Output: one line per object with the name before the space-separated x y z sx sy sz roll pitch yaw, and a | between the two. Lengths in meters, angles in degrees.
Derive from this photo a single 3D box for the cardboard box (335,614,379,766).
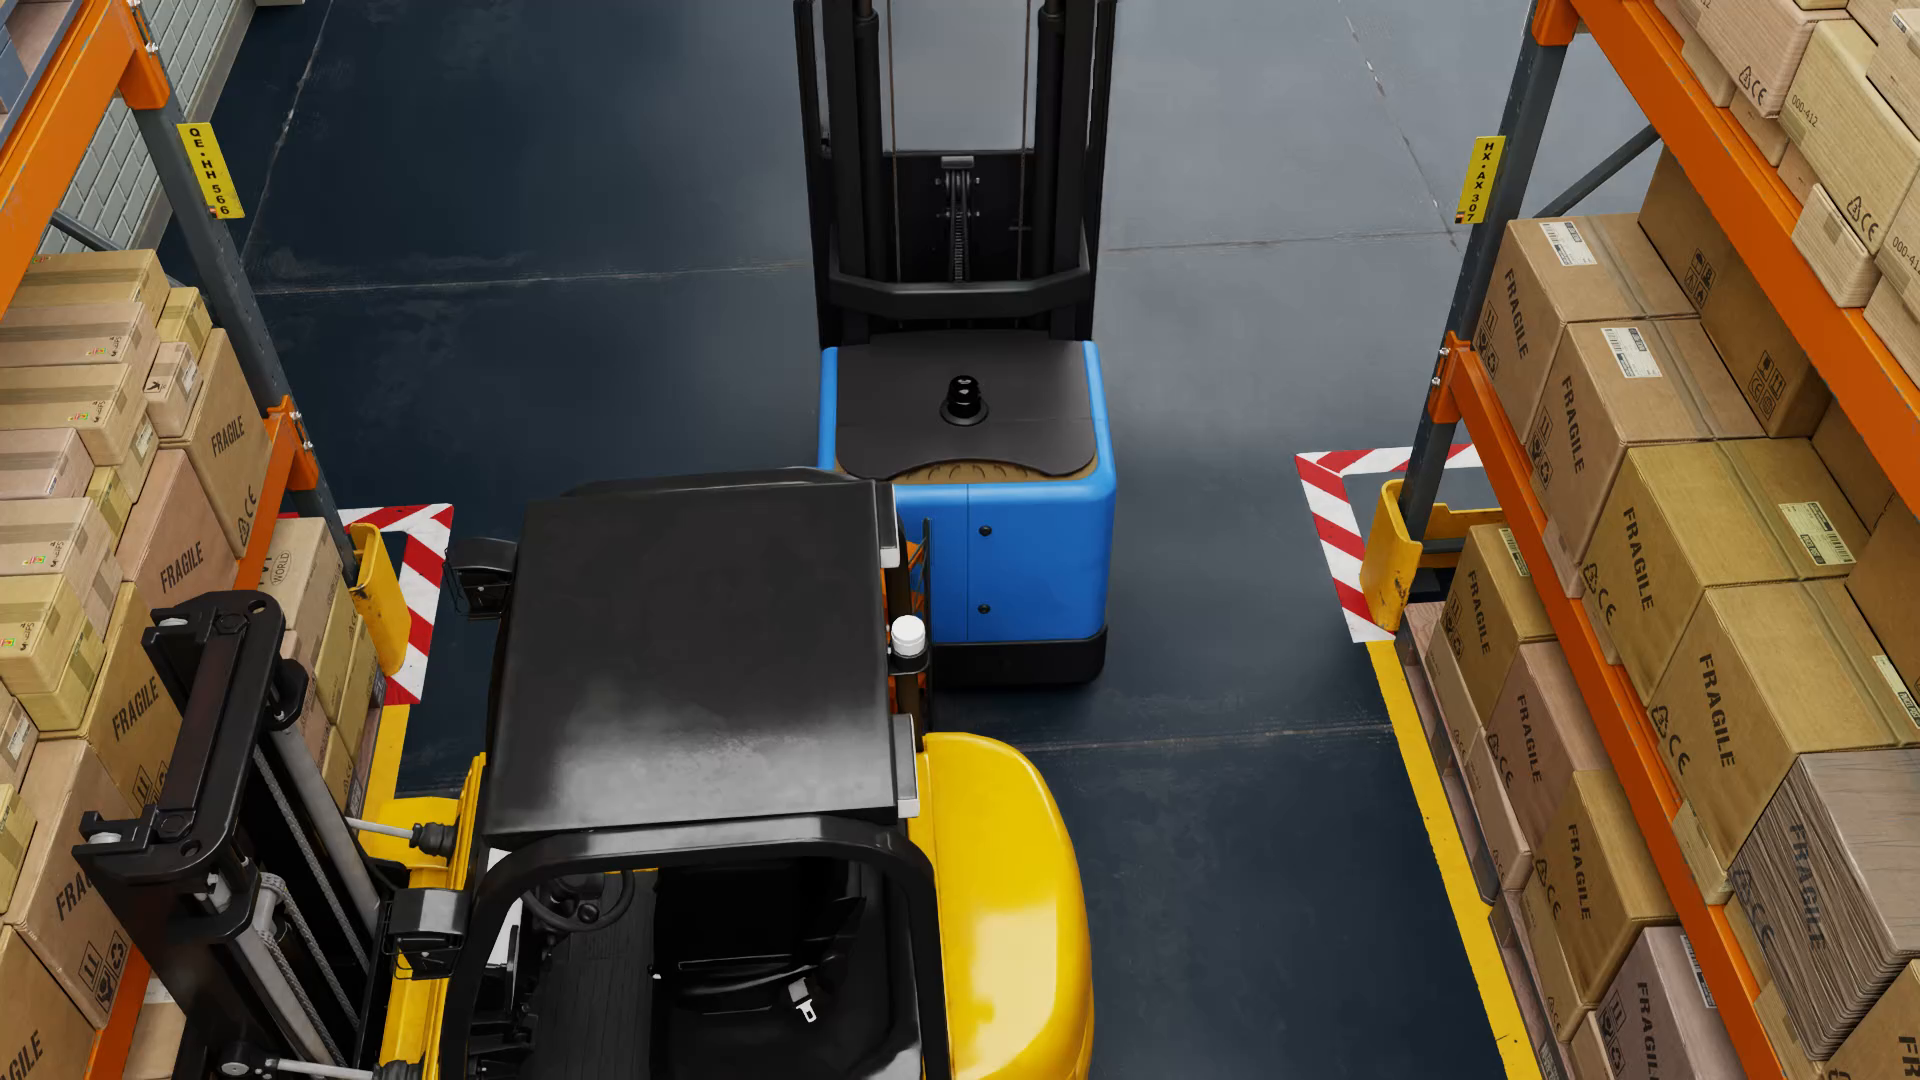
cardboard box | -2.389 0.544 5.910 0.500 0.250 0.500 -3 47 -3

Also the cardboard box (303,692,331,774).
cardboard box | -2.360 0.748 5.373 0.500 0.250 0.500 -4 47 -4

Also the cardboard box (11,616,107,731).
cardboard box | -2.303 0.325 3.997 0.380 0.149 0.250 -3 47 -3

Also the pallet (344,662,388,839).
pallet | -2.637 0.931 5.859 1.003 0.211 1.213 -3 47 -3

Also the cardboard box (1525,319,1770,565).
cardboard box | 2.013 -0.285 4.817 0.500 0.500 0.500 -2 47 -2

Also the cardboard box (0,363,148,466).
cardboard box | -2.403 -0.327 4.410 0.380 0.149 0.250 -3 47 -2

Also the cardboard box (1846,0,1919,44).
cardboard box | 2.089 -1.107 3.427 0.380 0.149 0.250 -4 47 -3

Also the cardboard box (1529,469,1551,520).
cardboard box | 2.002 -0.159 5.144 0.380 0.149 0.250 -5 47 -5

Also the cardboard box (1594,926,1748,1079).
cardboard box | 2.133 1.406 4.577 0.500 0.500 0.500 -1 47 -1

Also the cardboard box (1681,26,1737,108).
cardboard box | 2.006 -1.190 4.054 0.380 0.149 0.250 -2 47 -2

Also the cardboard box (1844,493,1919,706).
cardboard box | 2.547 0.092 3.771 0.700 0.500 0.500 -4 47 -4

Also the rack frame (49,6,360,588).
rack frame | -2.743 -0.578 5.368 1.000 3.000 0.127 -3 47 -3

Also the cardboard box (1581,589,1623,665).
cardboard box | 2.032 0.212 4.792 0.380 0.149 0.250 -2 47 -2

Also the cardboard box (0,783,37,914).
cardboard box | -2.282 0.692 3.650 0.380 0.149 0.250 -4 47 -4

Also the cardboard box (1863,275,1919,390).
cardboard box | 2.082 -0.445 3.349 0.380 0.149 0.250 -5 47 -4

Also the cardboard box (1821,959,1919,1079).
cardboard box | 2.203 1.196 3.414 0.500 0.500 0.500 -2 47 -2

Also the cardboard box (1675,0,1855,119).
cardboard box | 2.012 -1.220 3.808 0.500 0.250 0.500 -4 47 -4

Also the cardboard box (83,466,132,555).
cardboard box | -2.414 -0.047 4.350 0.380 0.149 0.250 -4 47 -4

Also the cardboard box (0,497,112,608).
cardboard box | -2.323 0.039 4.063 0.380 0.149 0.250 -2 47 -2

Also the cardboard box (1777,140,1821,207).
cardboard box | 2.078 -0.820 3.704 0.380 0.149 0.250 -5 47 -5

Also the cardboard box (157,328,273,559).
cardboard box | -2.440 -0.272 5.010 0.500 0.500 0.500 -4 47 -4

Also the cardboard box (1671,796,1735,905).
cardboard box | 2.069 0.778 4.257 0.380 0.149 0.250 -3 47 -3

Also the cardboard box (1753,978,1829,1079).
cardboard box | 2.119 1.149 3.905 0.380 0.149 0.250 -4 47 -4

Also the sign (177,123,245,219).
sign | -2.201 -1.081 4.883 0.100 0.325 0.005 -3 47 -3

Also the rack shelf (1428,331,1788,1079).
rack shelf | 2.370 0.812 4.547 1.077 0.370 4.000 -3 47 -3

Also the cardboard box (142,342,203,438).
cardboard box | -2.384 -0.419 4.701 0.380 0.149 0.250 -3 47 -3

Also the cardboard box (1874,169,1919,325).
cardboard box | 2.103 -0.476 3.104 0.500 0.250 0.500 -3 47 -2

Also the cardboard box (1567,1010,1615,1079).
cardboard box | 2.128 1.648 4.864 0.500 0.250 0.500 -3 47 -3

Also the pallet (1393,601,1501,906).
pallet | 2.242 0.721 6.058 1.003 0.211 1.213 -3 47 -3

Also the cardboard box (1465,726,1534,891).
cardboard box | 2.030 0.889 5.583 0.500 0.250 0.500 -2 47 -2

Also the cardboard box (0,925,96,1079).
cardboard box | -2.289 1.202 3.613 0.500 0.500 0.500 -4 47 -4

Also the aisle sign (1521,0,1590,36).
aisle sign | 1.889 -1.802 4.737 0.394 0.787 0.004 -3 47 -3

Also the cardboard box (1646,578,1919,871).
cardboard box | 2.107 0.451 4.120 0.500 0.500 0.500 -4 47 -4

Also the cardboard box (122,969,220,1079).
cardboard box | -2.258 1.294 4.511 0.500 0.250 0.500 -4 47 -4

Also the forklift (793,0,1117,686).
forklift | -0.027 -1.509 6.297 1.130 2.935 3.031 -2 47 -1

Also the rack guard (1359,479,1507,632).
rack guard | 2.209 0.032 6.512 1.175 0.500 0.348 -3 47 -3

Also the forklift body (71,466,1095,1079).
forklift body | -0.766 0.975 4.482 2.313 2.155 1.214 -3 47 -3

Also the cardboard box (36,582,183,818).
cardboard box | -2.363 0.474 4.303 0.500 0.500 0.500 -4 47 -4

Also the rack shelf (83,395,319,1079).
rack shelf | -2.576 1.116 4.259 1.077 0.370 4.000 -3 47 -3

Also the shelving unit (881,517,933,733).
shelving unit | -0.376 0.341 5.737 0.503 1.200 0.258 20 50 18

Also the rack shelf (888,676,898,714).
rack shelf | -0.376 0.387 5.786 0.480 0.148 0.258 20 50 18

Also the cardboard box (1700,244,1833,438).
cardboard box | 2.498 -0.640 4.464 0.700 0.500 0.500 -3 47 -3

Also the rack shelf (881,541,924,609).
rack shelf | -0.376 0.071 5.452 0.480 0.148 0.258 20 50 18

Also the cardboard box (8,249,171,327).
cardboard box | -2.503 -0.692 4.755 0.380 0.149 0.250 -3 47 -3

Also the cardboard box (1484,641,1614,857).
cardboard box | 2.045 0.656 5.287 0.500 0.500 0.500 -5 47 -5

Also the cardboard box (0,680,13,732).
cardboard box | -2.369 0.418 3.704 0.380 0.149 0.250 -3 47 -3

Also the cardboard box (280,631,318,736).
cardboard box | -2.345 0.562 5.204 0.500 0.250 0.500 -3 47 -3
